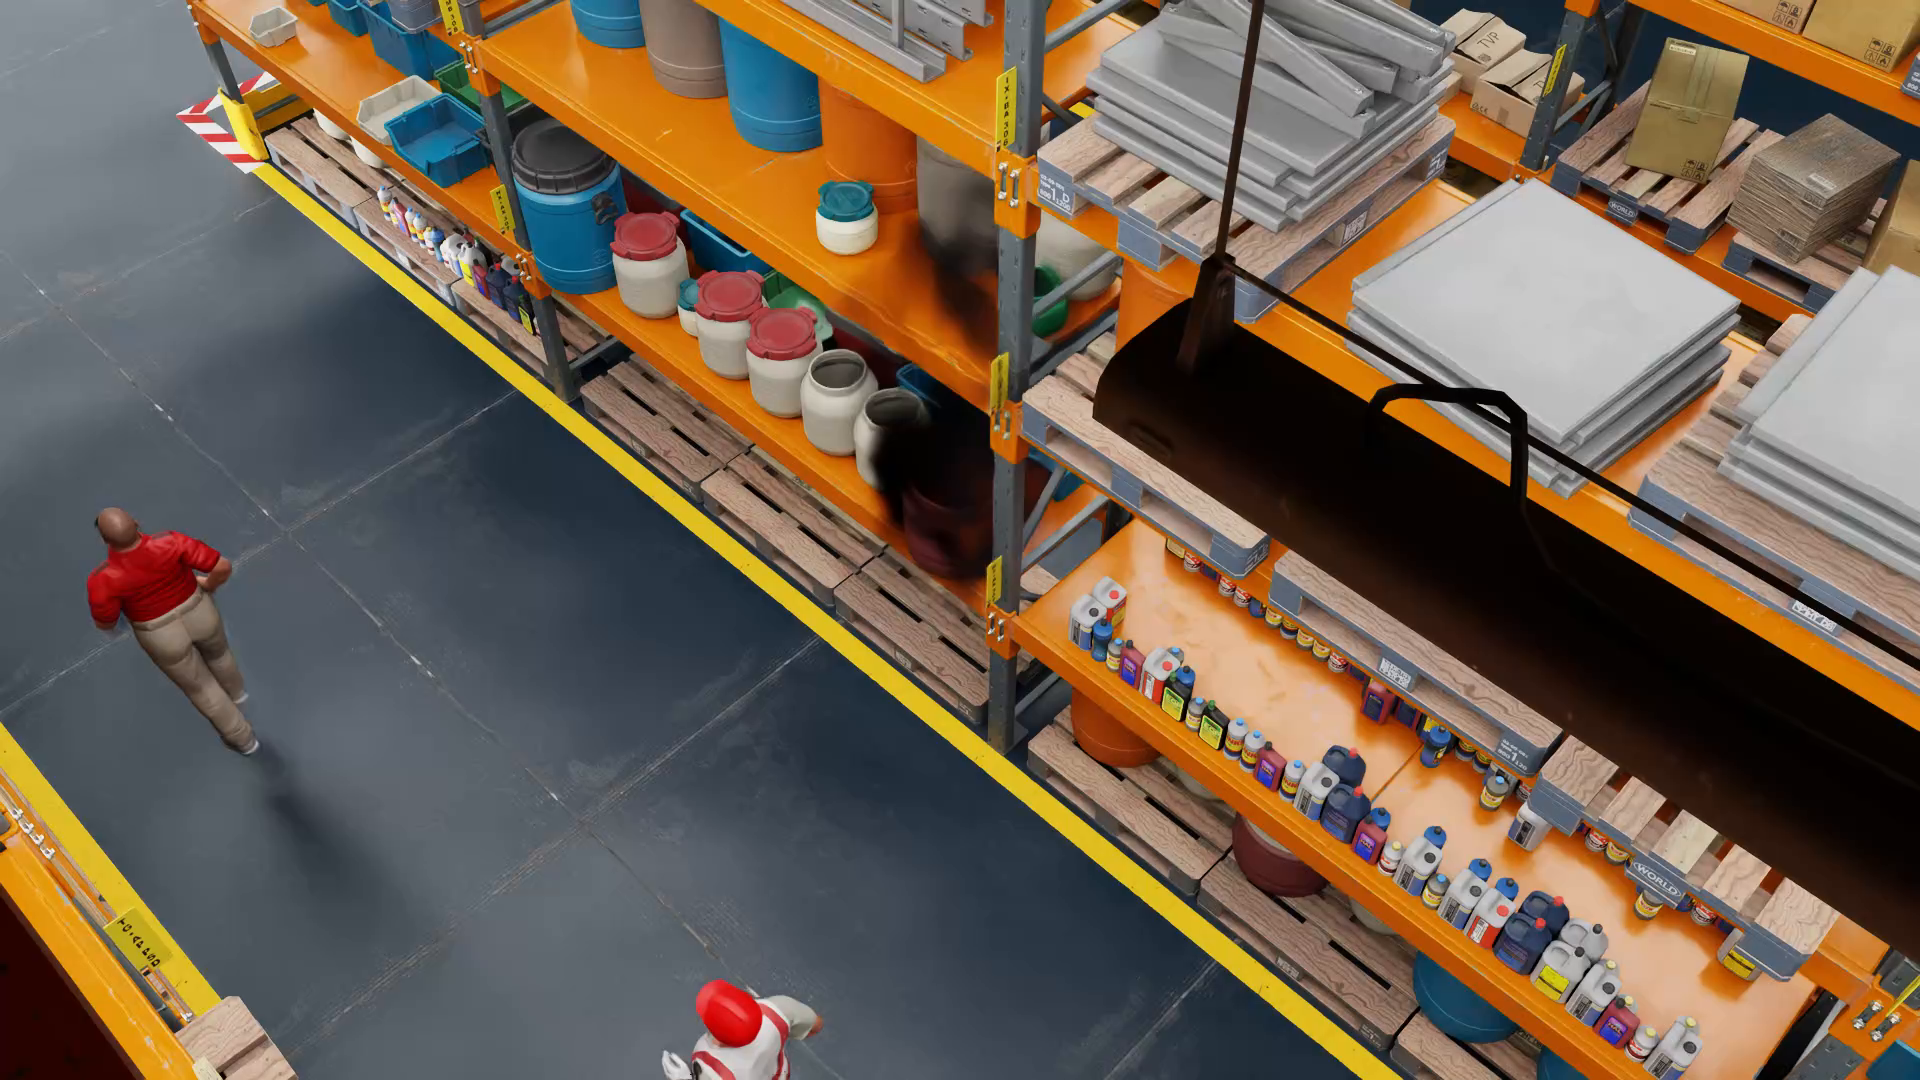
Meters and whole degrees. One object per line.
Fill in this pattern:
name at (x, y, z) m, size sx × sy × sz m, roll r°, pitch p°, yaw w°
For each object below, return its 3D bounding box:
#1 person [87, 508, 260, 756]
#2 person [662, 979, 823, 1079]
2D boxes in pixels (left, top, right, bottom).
person at (-4.003, 0.458, 8.539) m, size 0.698 × 1.829 × 0.648 m, roll 35°, pitch 58°, yaw 26°
person at (-0.897, 2.285, 6.956) m, size 0.710 × 1.760 × 0.663 m, roll 29°, pitch 56°, yaw 22°
